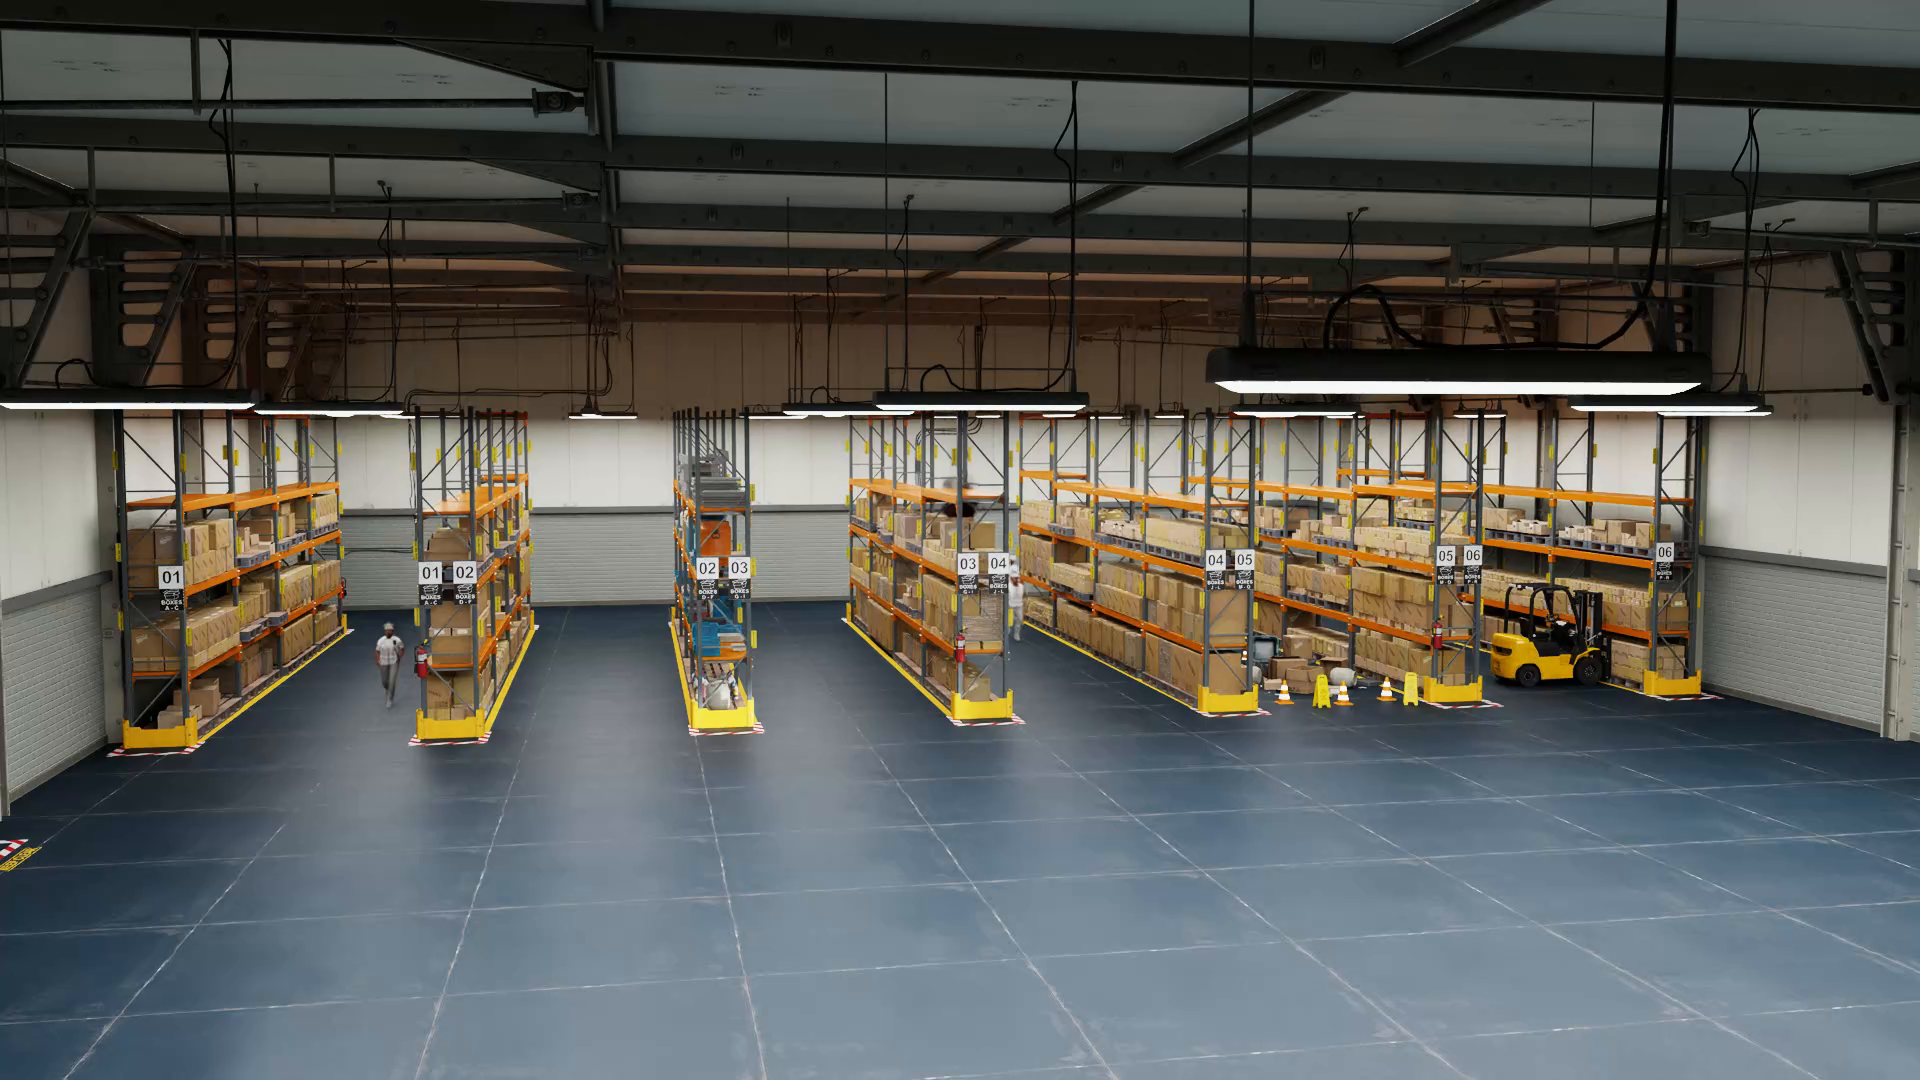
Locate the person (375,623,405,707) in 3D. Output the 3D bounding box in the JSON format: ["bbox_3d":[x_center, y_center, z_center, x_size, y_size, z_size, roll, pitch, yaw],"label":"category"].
[{"bbox_3d":[-11.551,2.510,33.718,0.584,1.674,0.668,-1,4,-13],"label":"person"}]

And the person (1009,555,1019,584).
[{"bbox_3d":[1.426,1.315,49.754,0.900,1.724,0.764,-1,4,-13],"label":"person"}]

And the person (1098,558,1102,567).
[{"bbox_3d":[4.200,1.356,50.358,0.664,1.609,0.529,-1,4,-14],"label":"person"}]

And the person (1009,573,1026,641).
[{"bbox_3d":[1.447,1.745,43.761,0.682,1.753,0.769,-1,4,-16],"label":"person"}]
